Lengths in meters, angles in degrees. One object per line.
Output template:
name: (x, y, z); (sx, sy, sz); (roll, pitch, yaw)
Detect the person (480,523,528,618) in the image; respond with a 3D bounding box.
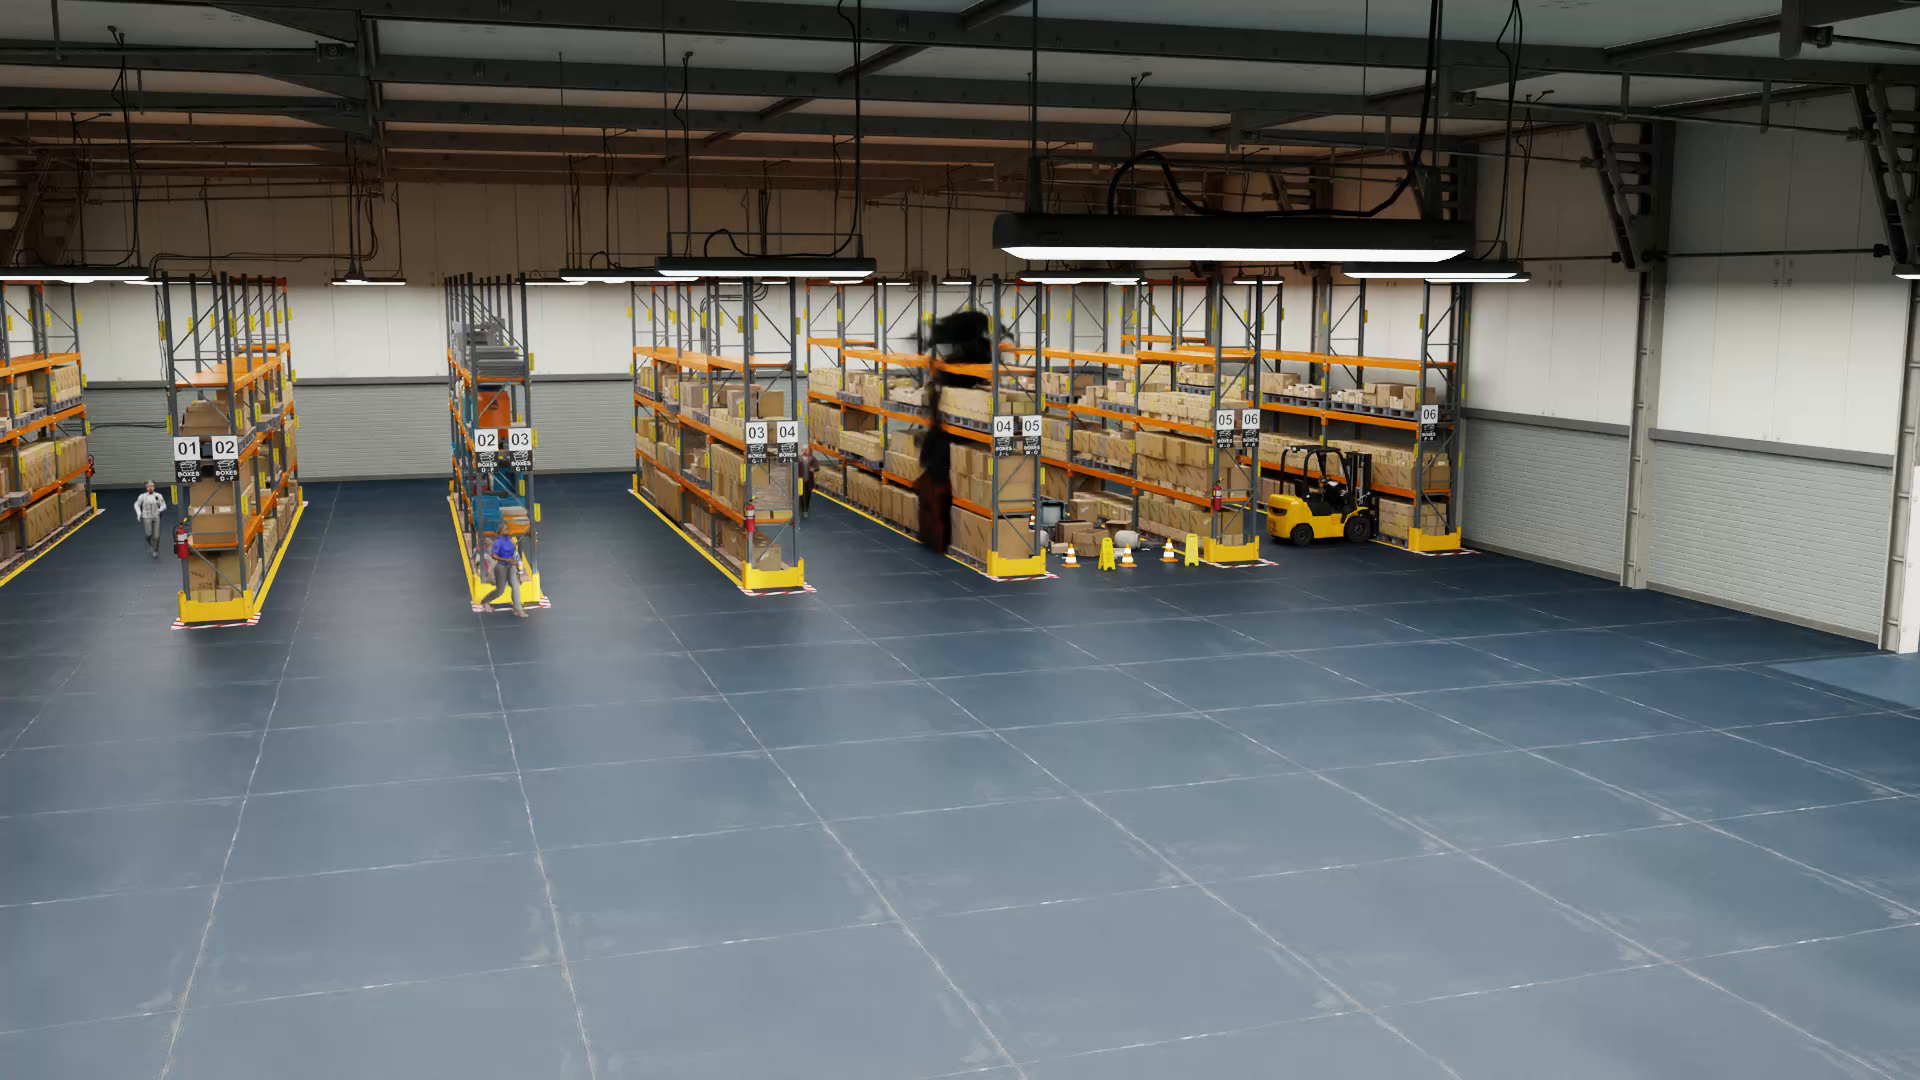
person: (-7.958, 0.526, 29.053); (0.958, 1.642, 0.607); (4, 9, 22)

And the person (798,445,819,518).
person: (-3.898, -1.506, 41.927); (0.708, 1.775, 1.034); (-2, 9, -16)

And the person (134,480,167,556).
person: (-17.299, -0.458, 35.593); (0.607, 1.650, 0.561); (-5, 10, -29)
